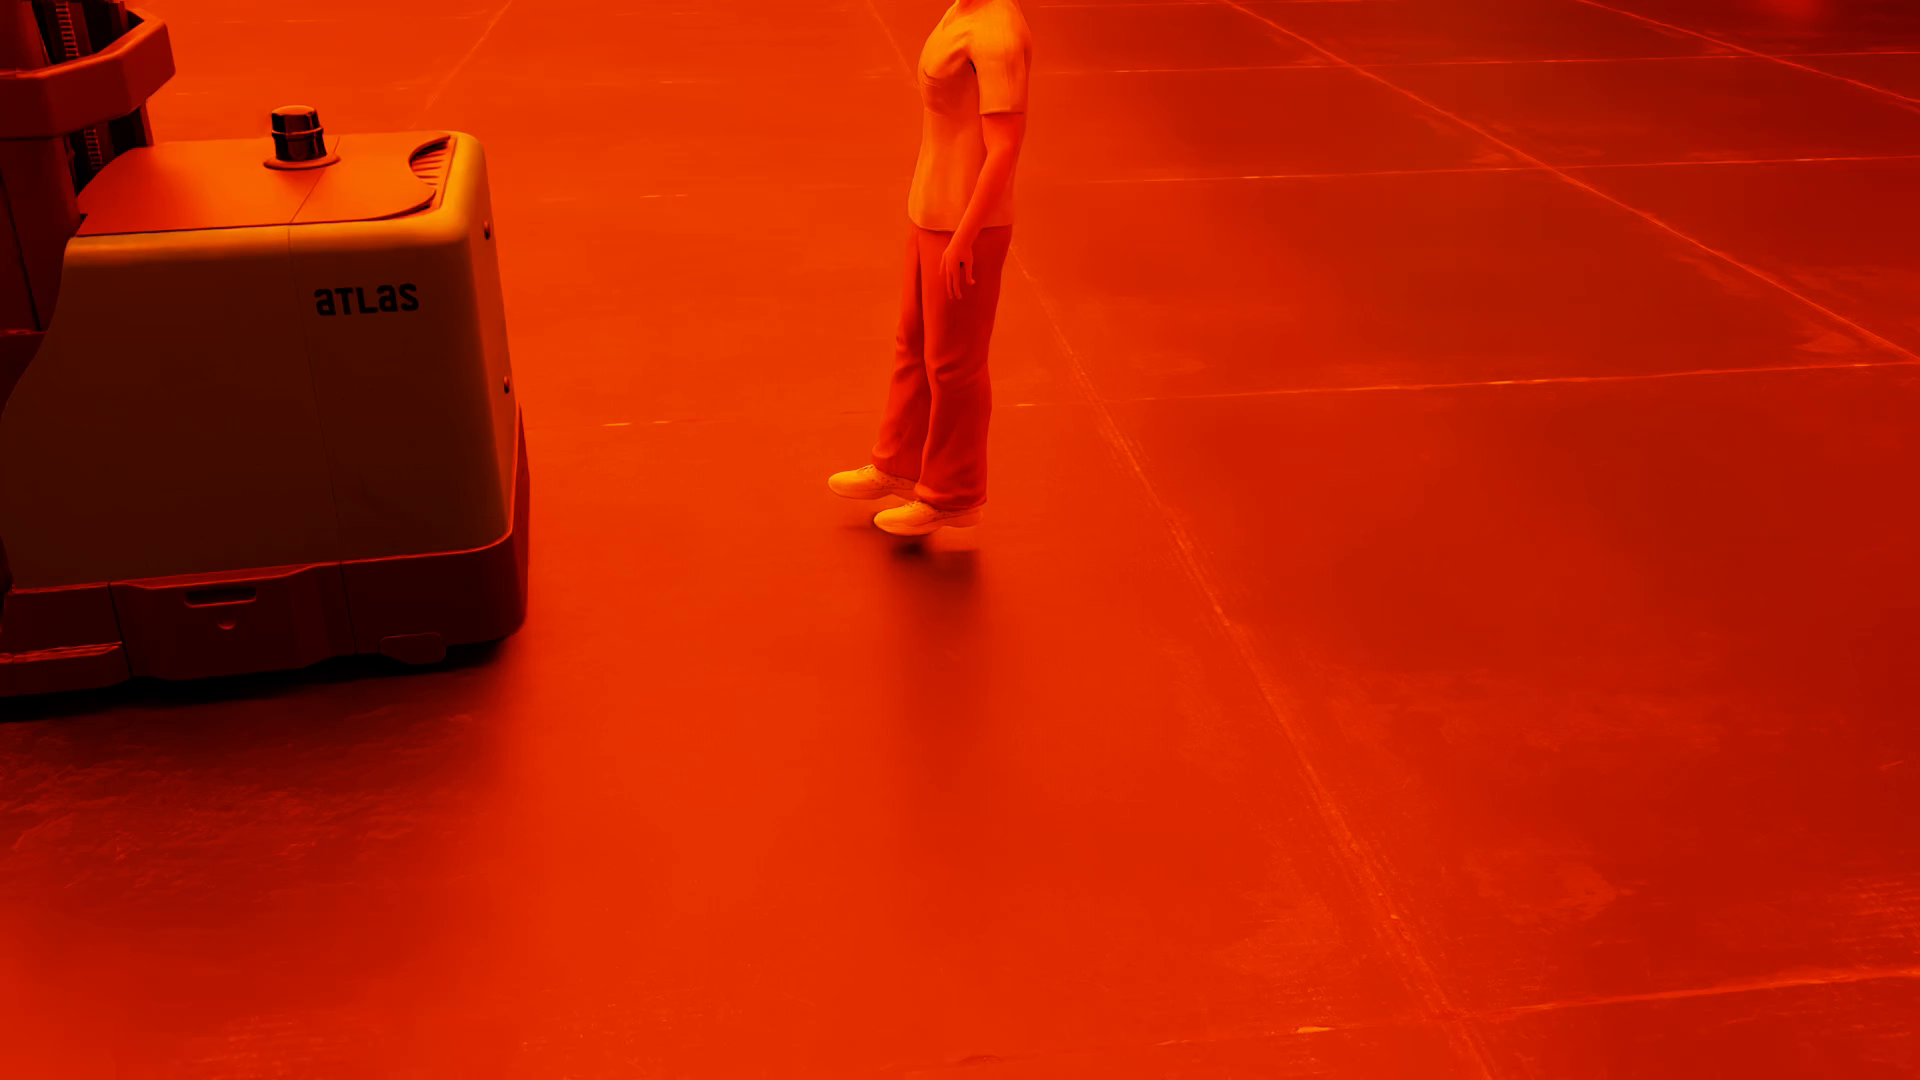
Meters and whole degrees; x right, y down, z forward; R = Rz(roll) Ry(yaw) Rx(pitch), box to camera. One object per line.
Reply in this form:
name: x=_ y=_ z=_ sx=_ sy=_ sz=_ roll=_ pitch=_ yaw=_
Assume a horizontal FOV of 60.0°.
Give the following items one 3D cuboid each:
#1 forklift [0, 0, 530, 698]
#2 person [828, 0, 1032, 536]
forklift: x=-2.629 y=-1.104 z=3.521 sx=3.031 sy=2.935 sz=1.130 roll=-5 pitch=26 yaw=-11
person: x=-0.075 y=-0.799 z=4.223 sx=0.547 sy=1.673 sz=0.553 roll=-3 pitch=26 yaw=-7
